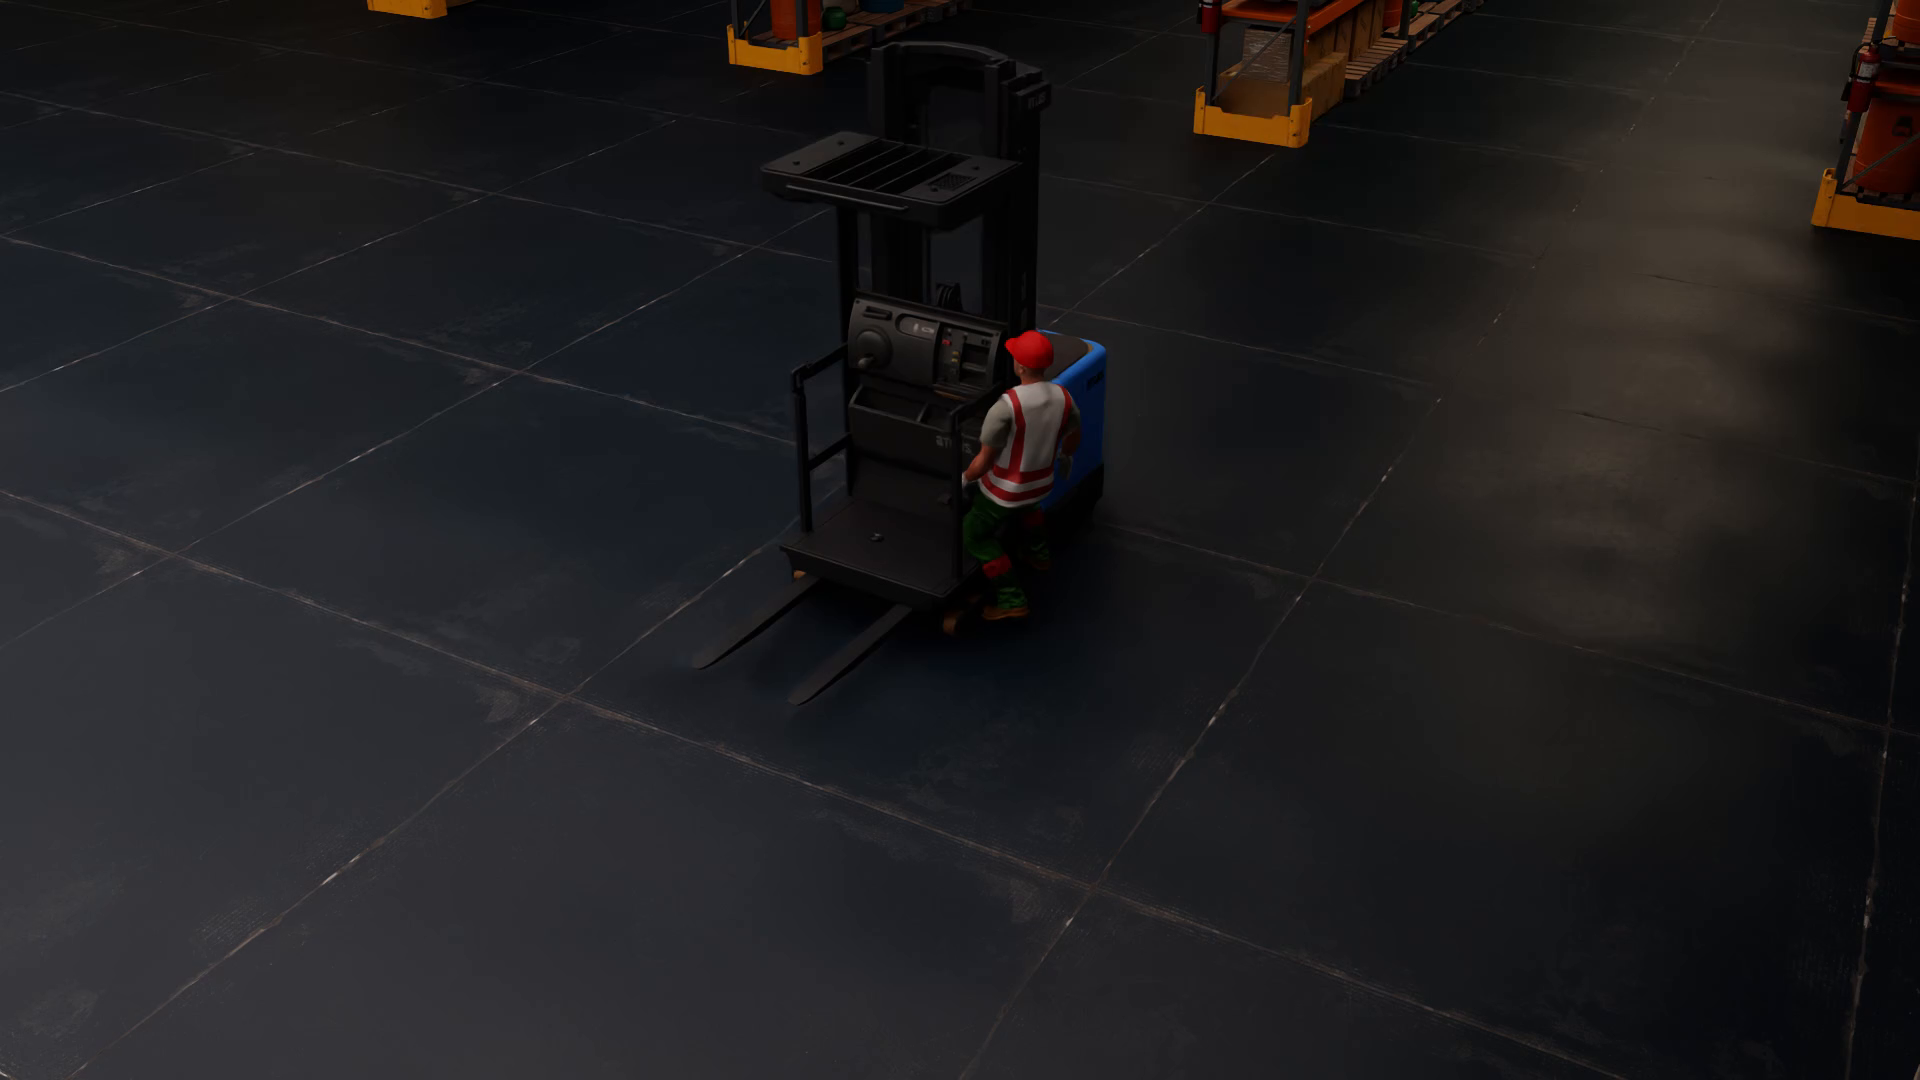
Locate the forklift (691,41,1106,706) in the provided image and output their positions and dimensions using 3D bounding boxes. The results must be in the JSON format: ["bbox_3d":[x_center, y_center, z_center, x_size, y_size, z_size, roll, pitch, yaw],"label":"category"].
[{"bbox_3d":[-0.305,-0.999,8.802,1.130,2.935,3.031,17,34,26],"label":"forklift"}]

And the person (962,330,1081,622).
[{"bbox_3d":[0.305,-0.377,8.912,0.778,1.688,0.610,-18,35,-28],"label":"person"}]
